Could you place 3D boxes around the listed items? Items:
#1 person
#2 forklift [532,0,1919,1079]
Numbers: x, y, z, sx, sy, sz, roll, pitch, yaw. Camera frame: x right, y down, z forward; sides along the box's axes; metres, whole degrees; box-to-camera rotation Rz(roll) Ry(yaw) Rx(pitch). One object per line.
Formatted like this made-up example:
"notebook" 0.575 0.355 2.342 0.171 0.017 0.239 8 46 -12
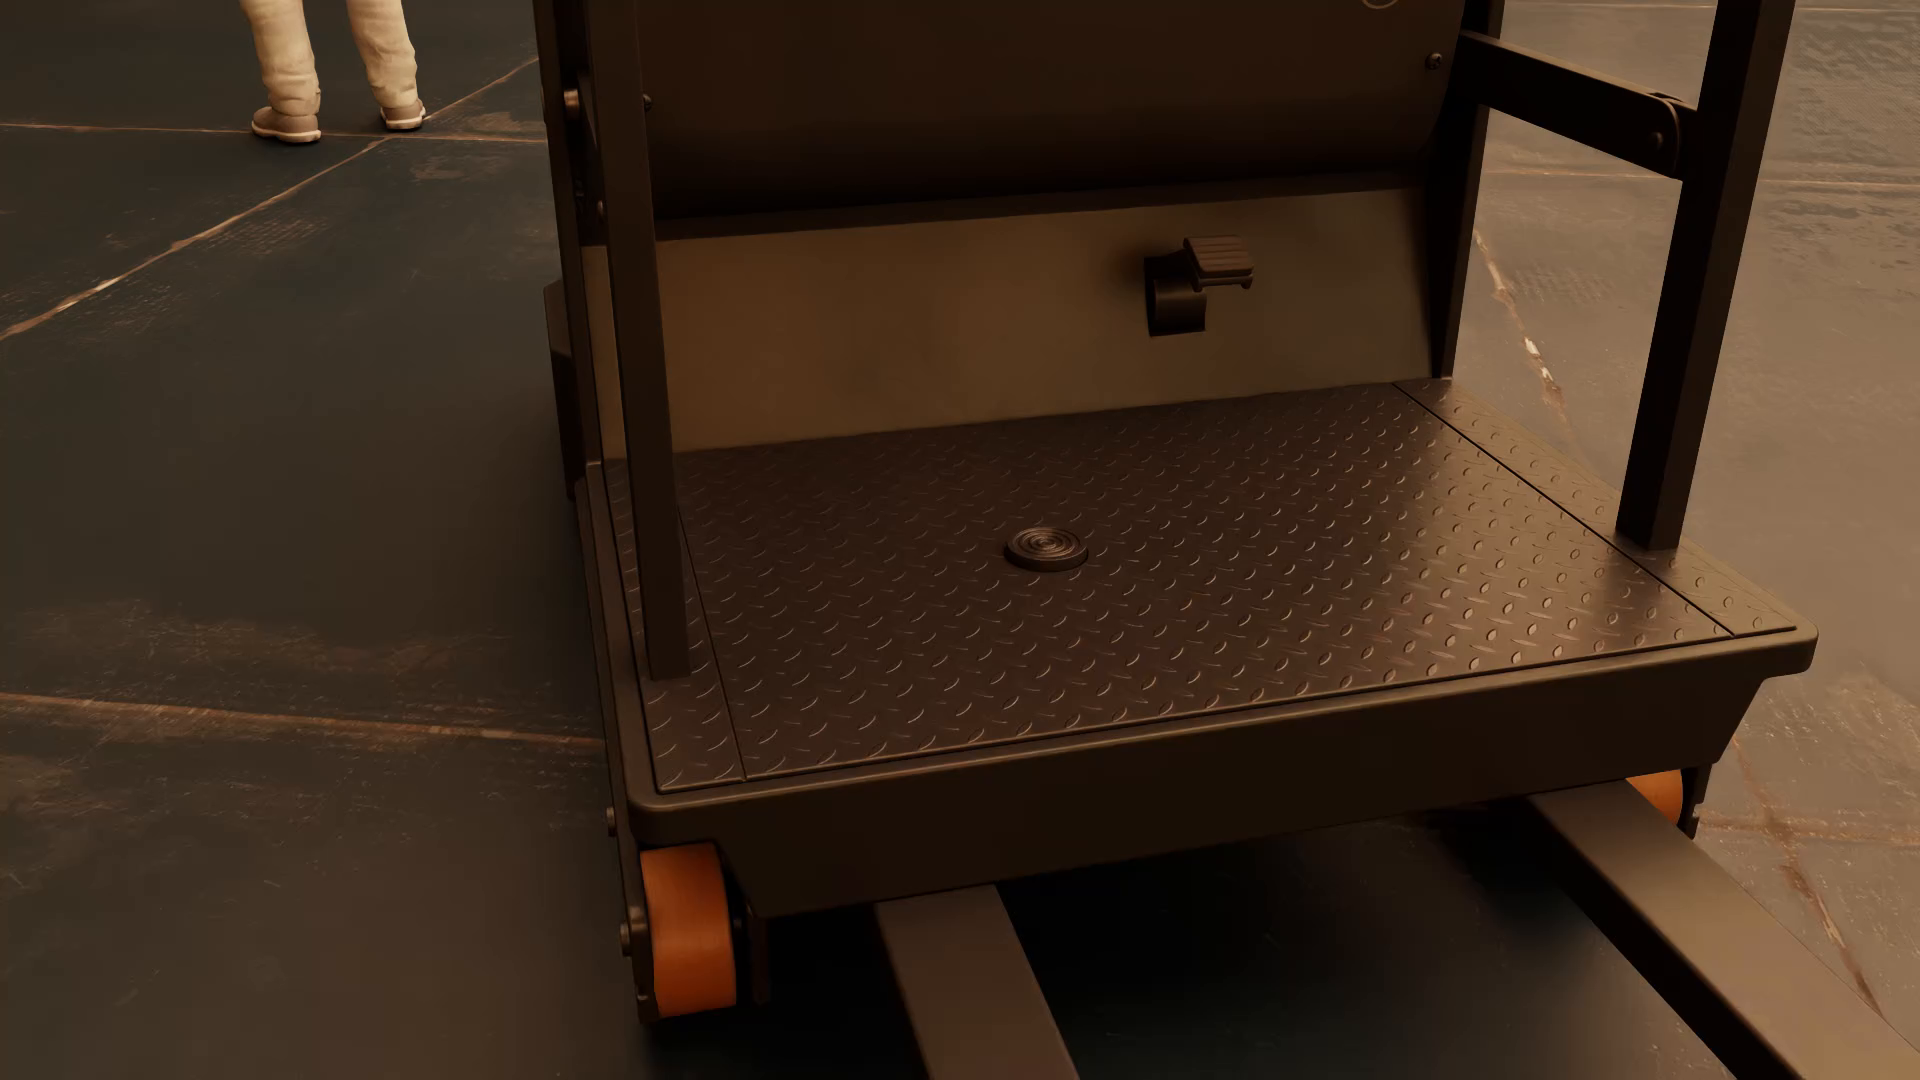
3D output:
"person" -1.831 -1.980 4.512 0.586 1.745 0.433 -16 31 -29
"forklift" 0.153 -1.049 1.319 1.130 2.935 3.031 -7 27 -13
